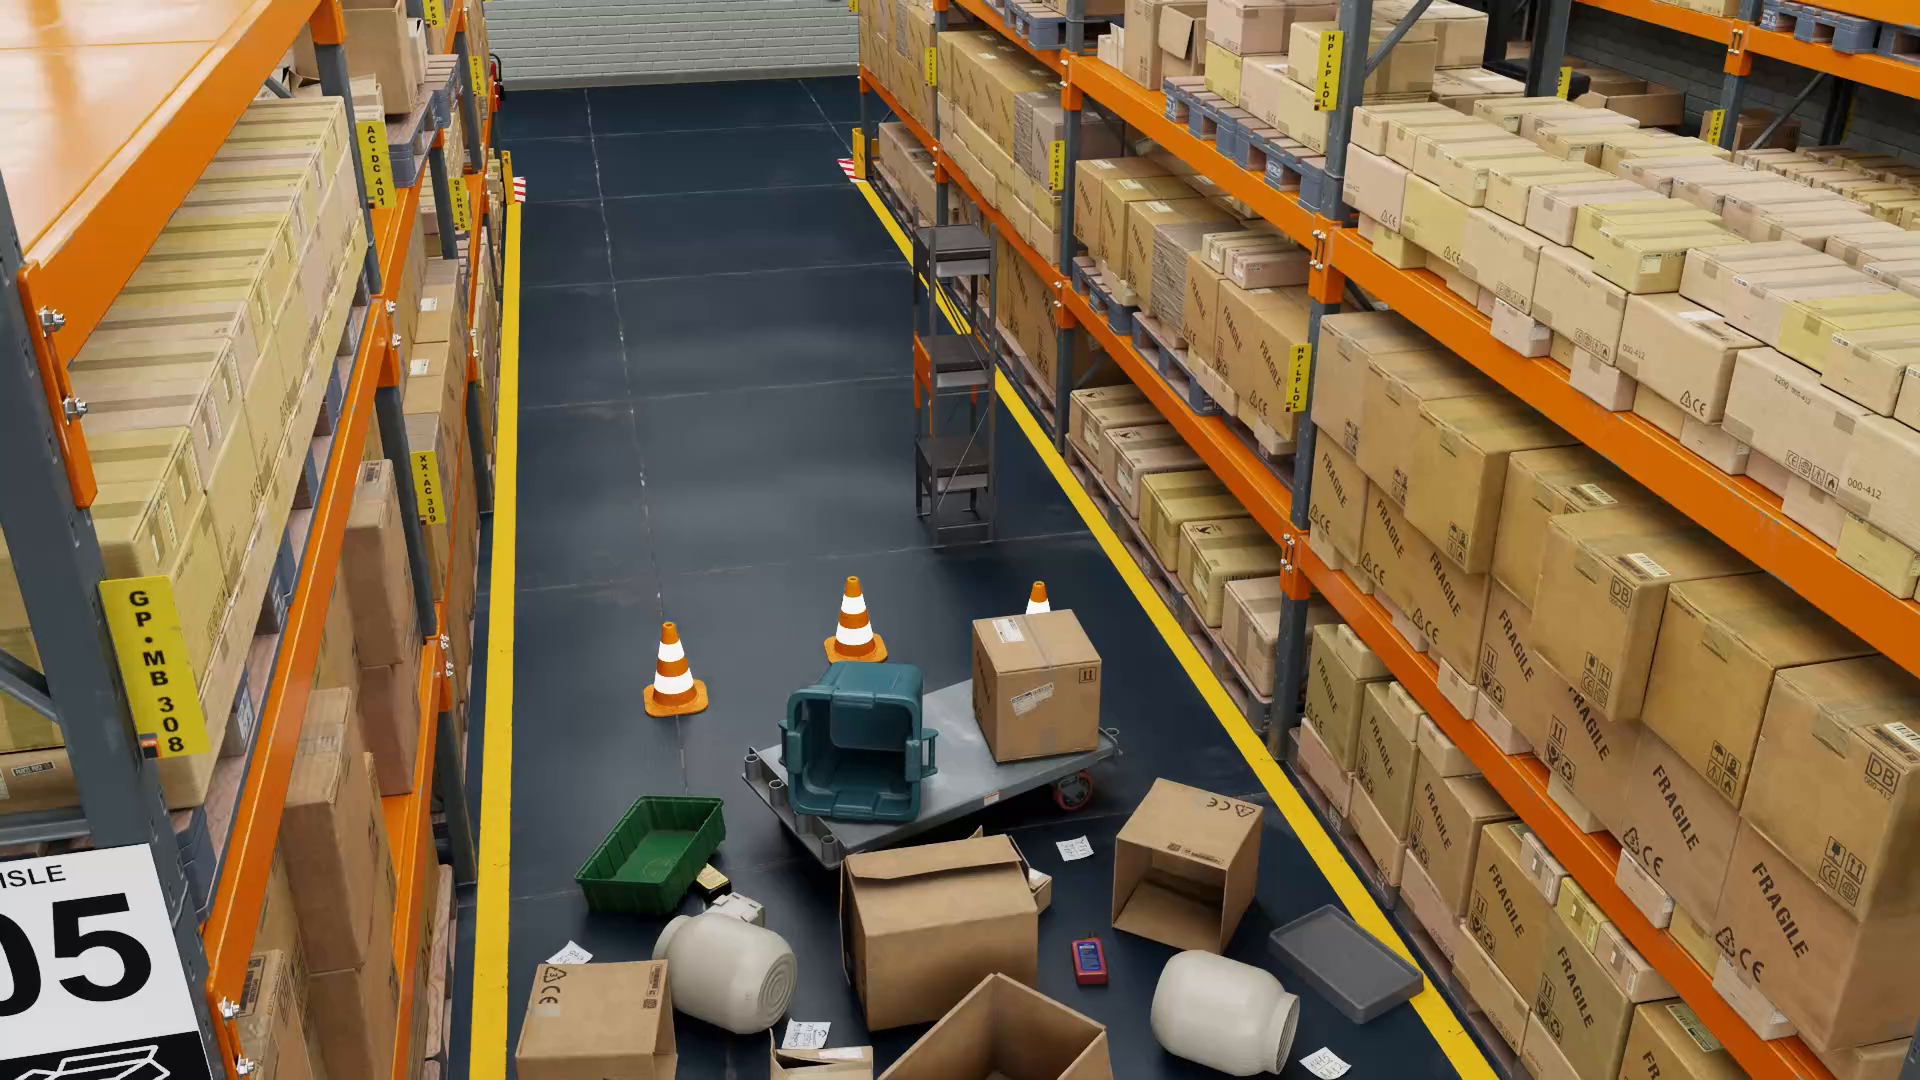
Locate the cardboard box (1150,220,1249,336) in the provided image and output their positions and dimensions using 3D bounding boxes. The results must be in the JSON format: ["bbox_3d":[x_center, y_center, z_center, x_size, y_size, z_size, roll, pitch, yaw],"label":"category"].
[{"bbox_3d":[1.416,-1.499,9.484,0.500,0.500,0.500,-7,28,-14],"label":"cardboard box"}]

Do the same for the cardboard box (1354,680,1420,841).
[{"bbox_3d":[2.088,0.946,7.301,0.500,0.500,0.500,-5,27,-10],"label":"cardboard box"}]

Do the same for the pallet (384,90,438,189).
[{"bbox_3d":[-3.163,-1.976,8.216,1.003,0.211,1.213,-5,27,-9],"label":"pallet"}]

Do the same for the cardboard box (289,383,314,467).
[{"bbox_3d":[-1.920,-0.285,4.358,0.380,0.149,0.250,-6,27,-11],"label":"cardboard box"}]

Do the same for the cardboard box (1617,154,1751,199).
[{"bbox_3d":[2.620,-1.290,6.042,0.380,0.149,0.250,-6,28,-13],"label":"cardboard box"}]

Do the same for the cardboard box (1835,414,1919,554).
[{"bbox_3d":[2.610,-0.126,4.178,0.500,0.250,0.500,-6,27,-12],"label":"cardboard box"}]

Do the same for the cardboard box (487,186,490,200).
[{"bbox_3d":[-4.720,-3.286,15.970,0.380,0.149,0.250,-6,27,-11],"label":"cardboard box"}]

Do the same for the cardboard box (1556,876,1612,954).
[{"bbox_3d":[2.351,1.301,5.876,0.380,0.149,0.250,-5,27,-11],"label":"cardboard box"}]

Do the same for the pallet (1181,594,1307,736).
[{"bbox_3d":[1.909,0.623,9.281,1.003,0.211,1.213,-6,27,-12],"label":"pallet"}]

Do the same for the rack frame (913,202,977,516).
[{"bbox_3d":[-0.092,-1.117,10.633,0.400,2.100,0.015,-6,27,-12],"label":"rack frame"}]

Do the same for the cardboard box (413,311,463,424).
[{"bbox_3d":[-3.028,-0.925,9.142,0.500,0.500,0.500,-6,27,-12],"label":"cardboard box"}]

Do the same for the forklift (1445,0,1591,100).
[{"bbox_3d":[3.764,-2.425,12.302,1.130,2.935,3.031,-10,28,-19],"label":"forklift"}]

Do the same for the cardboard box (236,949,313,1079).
[{"bbox_3d":[-1.858,1.307,3.466,0.875,0.550,0.550,-6,27,-12],"label":"cardboard box"}]

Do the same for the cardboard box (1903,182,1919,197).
[{"bbox_3d":[6.564,-2.307,11.161,0.380,0.149,0.250,-6,27,-12],"label":"cardboard box"}]

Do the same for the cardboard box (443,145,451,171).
[{"bbox_3d":[-3.881,-2.739,12.000,0.380,0.149,0.250,-6,27,-12],"label":"cardboard box"}]

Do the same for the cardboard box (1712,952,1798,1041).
[{"bbox_3d":[2.530,1.346,5.034,0.380,0.149,0.250,-6,27,-12],"label":"cardboard box"}]

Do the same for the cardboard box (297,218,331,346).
[{"bbox_3d":[-2.128,-0.738,4.814,0.500,0.250,0.500,-6,27,-12],"label":"cardboard box"}]

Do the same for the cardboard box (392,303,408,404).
[{"bbox_3d":[-3.063,-0.889,7.961,0.700,0.500,0.500,-6,27,-11],"label":"cardboard box"}]

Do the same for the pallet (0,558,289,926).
[{"bbox_3d":[-1.990,0.399,3.400,1.003,0.211,1.213,-6,27,-12],"label":"pallet"}]

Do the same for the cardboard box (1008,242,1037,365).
[{"bbox_3d":[0.913,-1.979,13.233,0.875,0.875,0.875,-6,27,-11],"label":"cardboard box"}]

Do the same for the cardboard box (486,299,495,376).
[{"bbox_3d":[-3.878,-1.566,12.832,0.500,0.500,0.500,-7,28,-13],"label":"cardboard box"}]

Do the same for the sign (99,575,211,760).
[{"bbox_3d":[-1.270,0.205,2.629,0.100,0.325,0.005,-6,27,-12],"label":"sign"}]

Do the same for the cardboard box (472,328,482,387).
[{"bbox_3d":[-3.535,-1.223,11.319,0.500,0.250,0.500,-7,28,-14],"label":"cardboard box"}]

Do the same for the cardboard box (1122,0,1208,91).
[{"bbox_3d":[1.389,-3.003,9.930,0.700,0.500,0.500,-6,27,-12],"label":"cardboard box"}]

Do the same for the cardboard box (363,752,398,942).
[{"bbox_3d":[-2.249,1.071,5.132,0.875,0.550,0.500,-6,27,-12],"label":"cardboard box"}]

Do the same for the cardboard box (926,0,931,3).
[{"bbox_3d":[-0.096,-4.913,15.214,0.380,0.149,0.250,-6,27,-12],"label":"cardboard box"}]

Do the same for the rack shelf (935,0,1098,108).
[{"bbox_3d":[0.734,-3.932,12.681,1.077,0.370,4.000,-6,27,-12],"label":"rack shelf"}]

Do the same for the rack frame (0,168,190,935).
[{"bbox_3d":[-1.812,-0.655,2.061,1.000,3.000,0.127,-6,27,-12],"label":"rack frame"}]

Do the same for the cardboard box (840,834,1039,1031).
[{"bbox_3d":[-0.094,1.606,6.859,0.797,0.637,0.503,-6,27,-12],"label":"cardboard box"}]

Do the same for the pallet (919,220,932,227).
[{"bbox_3d":[0.188,-2.889,16.239,1.003,0.211,1.213,-6,27,-12],"label":"pallet"}]

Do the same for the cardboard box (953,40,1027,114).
[{"bbox_3d":[0.244,-3.840,13.809,0.500,0.500,0.500,-6,27,-12],"label":"cardboard box"}]

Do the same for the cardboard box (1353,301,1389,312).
[{"bbox_3d":[2.260,-0.880,8.257,0.500,0.500,0.500,-5,27,-10],"label":"cardboard box"}]

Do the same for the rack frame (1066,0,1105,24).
[{"bbox_3d":[1.185,-4.714,10.103,1.000,3.000,0.127,-6,27,-12],"label":"rack frame"}]

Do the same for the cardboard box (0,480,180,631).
[{"bbox_3d":[-1.577,0.029,2.851,0.380,0.149,0.250,-6,27,-11],"label":"cardboard box"}]

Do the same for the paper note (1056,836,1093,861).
[{"bbox_3d":[0.544,1.451,7.841,0.148,0.019,0.142,-6,27,-12],"label":"paper note"}]

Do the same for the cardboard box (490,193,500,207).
[{"bbox_3d":[-4.773,-3.392,16.509,0.380,0.149,0.250,-6,27,-11],"label":"cardboard box"}]

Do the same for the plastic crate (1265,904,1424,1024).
[{"bbox_3d":[1.641,1.796,7.103,0.402,0.080,0.583,-16,31,-29],"label":"plastic crate"}]

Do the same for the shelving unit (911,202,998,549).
[{"bbox_3d":[-0.037,-1.010,10.421,0.431,2.100,0.503,-6,27,-12],"label":"shelving unit"}]

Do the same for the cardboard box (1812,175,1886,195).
[{"bbox_3d":[6.020,-2.365,11.276,0.380,0.149,0.250,-6,27,-11],"label":"cardboard box"}]

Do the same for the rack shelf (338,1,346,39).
[{"bbox_3d":[-3.164,-2.789,7.532,1.077,0.370,4.000,-6,27,-12],"label":"rack shelf"}]

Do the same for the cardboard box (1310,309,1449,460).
[{"bbox_3d":[1.974,-0.689,7.235,0.700,0.500,0.500,-6,27,-12],"label":"cardboard box"}]

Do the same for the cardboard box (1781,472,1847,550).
[{"bbox_3d":[2.520,-0.105,4.579,0.380,0.149,0.250,-5,27,-10],"label":"cardboard box"}]

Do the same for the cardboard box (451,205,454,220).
[{"bbox_3d":[-3.765,-2.252,11.696,0.380,0.149,0.250,-5,27,-10],"label":"cardboard box"}]

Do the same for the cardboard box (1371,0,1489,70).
[{"bbox_3d":[2.223,-2.478,8.147,0.500,0.250,0.500,-7,28,-13],"label":"cardboard box"}]

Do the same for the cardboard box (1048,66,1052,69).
[{"bbox_3d":[0.979,-3.436,13.007,0.500,0.500,0.500,-6,27,-11],"label":"cardboard box"}]

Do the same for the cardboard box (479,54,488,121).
[{"bbox_3d":[-4.580,-4.107,15.116,0.500,0.500,0.500,-7,28,-13],"label":"cardboard box"}]

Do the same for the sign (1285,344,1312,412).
[{"bbox_3d":[1.546,-0.739,7.600,0.100,0.325,0.005,-6,27,-12],"label":"sign"}]

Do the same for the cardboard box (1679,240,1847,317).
[{"bbox_3d":[2.439,-0.795,5.061,0.380,0.149,0.250,-7,28,-13],"label":"cardboard box"}]

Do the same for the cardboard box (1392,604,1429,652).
[{"bbox_3d":[2.064,0.334,7.038,0.380,0.149,0.250,-5,27,-10],"label":"cardboard box"}]

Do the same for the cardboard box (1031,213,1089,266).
[{"bbox_3d":[0.818,-2.165,11.876,0.500,0.250,0.500,-7,28,-13],"label":"cardboard box"}]

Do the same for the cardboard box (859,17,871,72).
[{"bbox_3d":[-0.790,-5.353,17.915,0.500,0.500,0.500,-6,27,-12],"label":"cardboard box"}]

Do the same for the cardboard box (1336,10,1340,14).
[{"bbox_3d":[4.057,-5.893,18.933,0.500,0.250,0.500,-6,27,-11],"label":"cardboard box"}]

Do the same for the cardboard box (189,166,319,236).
[{"bbox_3d":[-2.091,-0.975,4.841,0.380,0.149,0.250,-6,27,-11],"label":"cardboard box"}]

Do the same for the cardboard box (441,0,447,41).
[{"bbox_3d":[-3.722,-3.588,11.090,0.500,0.500,0.500,-6,27,-12],"label":"cardboard box"}]

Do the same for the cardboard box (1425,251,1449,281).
[{"bbox_3d":[2.086,-1.127,6.604,0.380,0.149,0.250,-6,27,-12],"label":"cardboard box"}]

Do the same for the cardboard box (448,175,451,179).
[{"bbox_3d":[-3.820,-2.495,11.847,0.380,0.149,0.250,-6,27,-12],"label":"cardboard box"}]

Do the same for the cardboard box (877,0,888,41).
[{"bbox_3d":[-0.541,-5.348,16.796,0.500,0.500,0.500,-6,27,-12],"label":"cardboard box"}]
